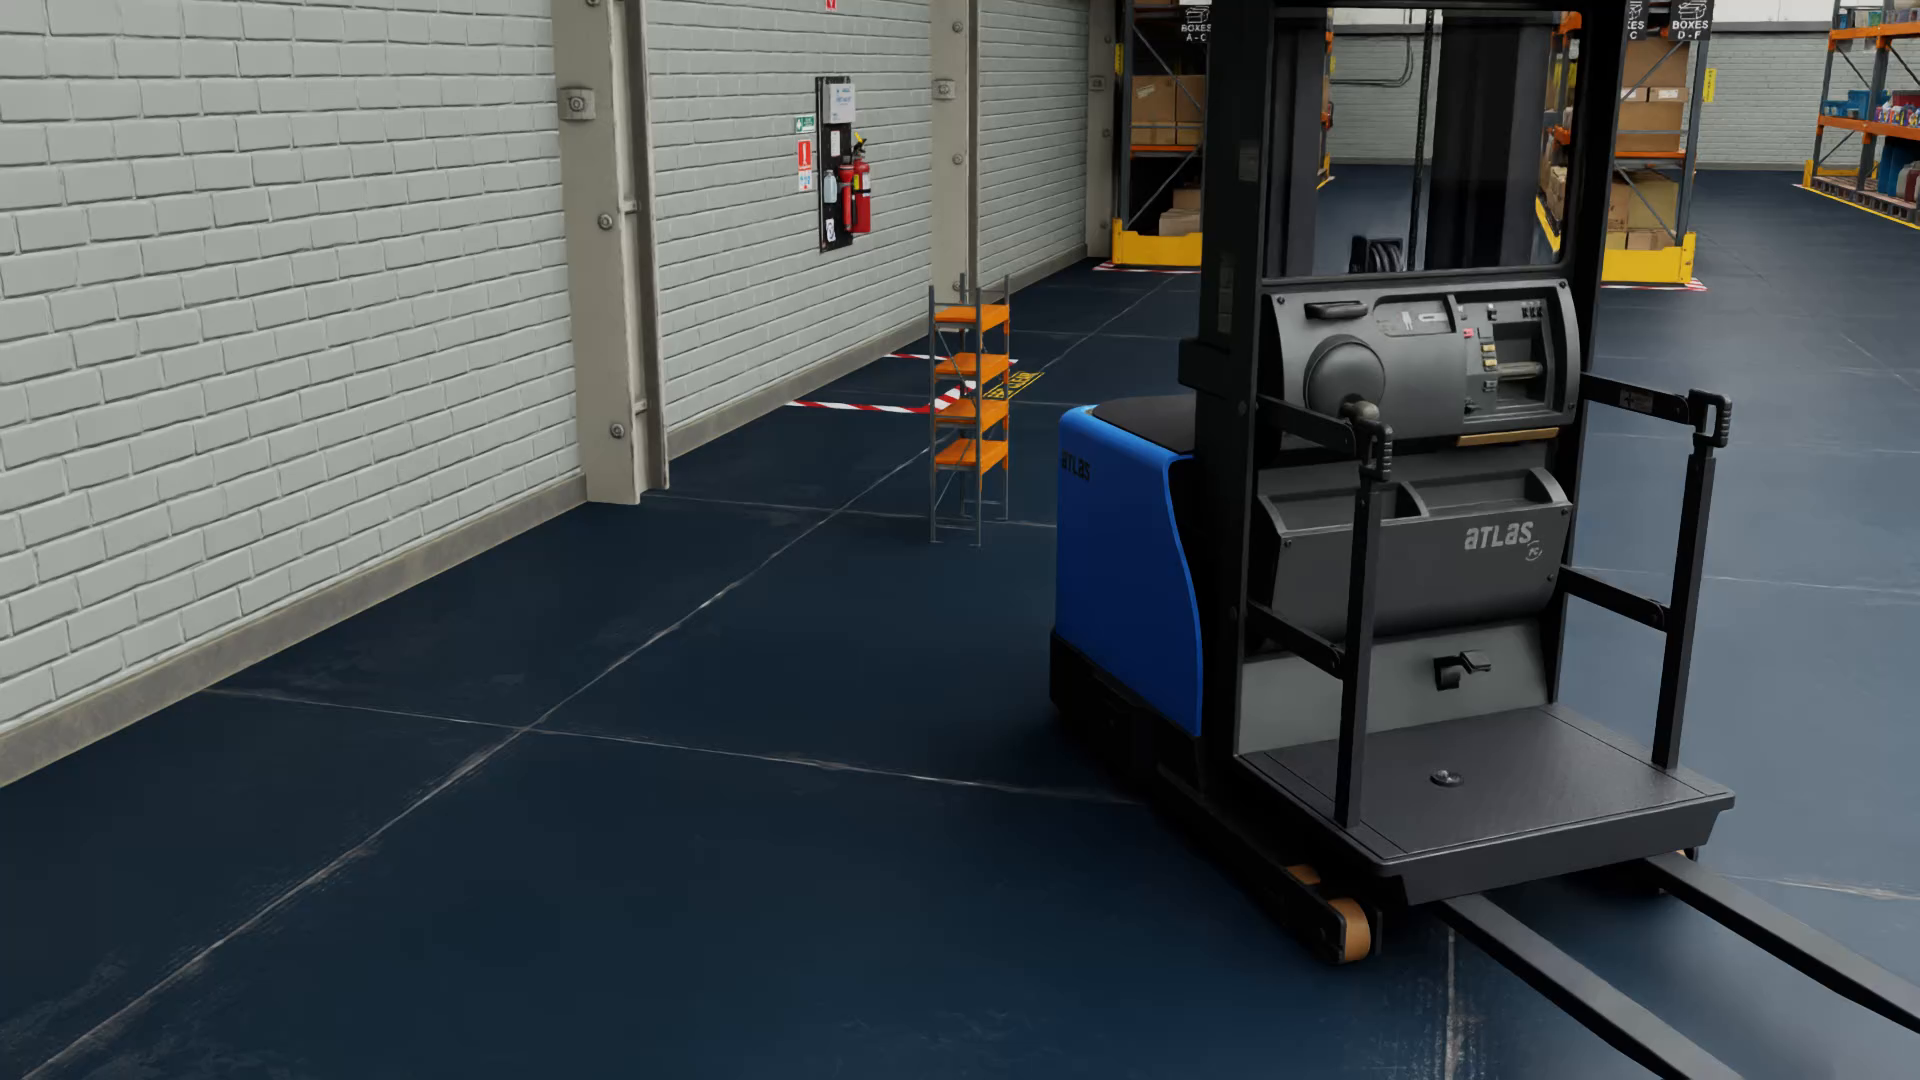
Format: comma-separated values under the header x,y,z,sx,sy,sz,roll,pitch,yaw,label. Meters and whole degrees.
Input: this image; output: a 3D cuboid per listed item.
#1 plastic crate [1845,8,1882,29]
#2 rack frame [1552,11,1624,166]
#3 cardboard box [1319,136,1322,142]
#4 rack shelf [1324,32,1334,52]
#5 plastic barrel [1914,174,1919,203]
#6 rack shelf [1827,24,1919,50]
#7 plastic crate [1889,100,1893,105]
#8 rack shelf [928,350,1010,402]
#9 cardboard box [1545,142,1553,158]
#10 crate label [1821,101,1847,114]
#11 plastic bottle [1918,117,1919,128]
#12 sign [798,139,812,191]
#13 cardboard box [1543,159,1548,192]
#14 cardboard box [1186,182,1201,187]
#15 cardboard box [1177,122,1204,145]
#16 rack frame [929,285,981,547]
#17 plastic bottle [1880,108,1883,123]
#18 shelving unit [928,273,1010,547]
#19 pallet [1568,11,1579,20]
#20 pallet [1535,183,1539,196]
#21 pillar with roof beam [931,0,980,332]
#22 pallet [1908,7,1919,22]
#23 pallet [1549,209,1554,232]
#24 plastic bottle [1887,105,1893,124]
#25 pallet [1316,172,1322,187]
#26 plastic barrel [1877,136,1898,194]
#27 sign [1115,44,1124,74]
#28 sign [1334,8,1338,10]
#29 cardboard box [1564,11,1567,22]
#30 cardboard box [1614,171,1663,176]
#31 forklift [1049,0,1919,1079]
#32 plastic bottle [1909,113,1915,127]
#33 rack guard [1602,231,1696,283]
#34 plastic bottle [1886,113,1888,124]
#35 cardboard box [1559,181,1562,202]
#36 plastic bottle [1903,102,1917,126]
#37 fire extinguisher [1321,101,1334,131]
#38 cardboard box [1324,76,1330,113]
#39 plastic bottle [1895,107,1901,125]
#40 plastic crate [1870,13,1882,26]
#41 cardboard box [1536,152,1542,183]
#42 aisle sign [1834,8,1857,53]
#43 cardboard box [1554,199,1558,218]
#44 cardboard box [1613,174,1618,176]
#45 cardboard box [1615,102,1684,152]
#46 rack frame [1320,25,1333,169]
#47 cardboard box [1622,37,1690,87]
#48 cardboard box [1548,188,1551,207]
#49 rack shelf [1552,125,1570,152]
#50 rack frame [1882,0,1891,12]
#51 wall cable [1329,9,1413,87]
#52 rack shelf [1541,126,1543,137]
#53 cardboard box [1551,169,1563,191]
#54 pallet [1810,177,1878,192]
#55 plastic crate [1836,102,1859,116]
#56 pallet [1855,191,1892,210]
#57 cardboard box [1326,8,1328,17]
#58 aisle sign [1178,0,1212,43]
x,y,z,sx,sy,sz,roll,pitch,yaw,label
15.647,-9.027,28.775,0.504,0.338,0.767,5,16,16,plastic crate
9.323,-6.284,24.488,1.000,3.000,0.127,5,16,16,rack frame
6.881,-7.833,32.572,0.380,0.149,0.250,4,16,15,cardboard box
6.278,-9.334,31.062,1.077,0.370,4.000,5,16,16,rack shelf
14.269,-5.188,24.414,0.421,0.512,0.421,0,16,0,plastic barrel
15.776,-8.566,28.354,1.077,0.370,4.000,5,16,16,rack shelf
15.818,-7.303,28.186,0.437,0.282,0.530,5,16,16,plastic crate
0.047,-0.771,7.776,0.258,0.148,0.480,5,16,16,rack shelf
9.804,-6.331,27.055,0.500,0.250,0.500,5,16,16,cardboard box
15.959,-7.901,30.387,0.416,0.233,0.303,5,16,16,crate label
13.921,-6.057,24.052,0.097,0.201,0.097,0,16,0,plastic bottle
-1.031,-2.492,11.052,0.001,0.329,0.234,5,16,16,sign
9.654,-5.829,26.659,0.500,0.500,0.500,4,16,14,cardboard box
3.179,-4.355,21.462,0.500,0.500,0.500,3,16,12,cardboard box
2.742,-4.615,18.841,0.500,0.250,0.500,4,16,14,cardboard box
-0.022,-0.557,7.593,0.240,1.200,0.015,5,16,16,rack frame
14.614,-6.729,26.292,0.097,0.271,0.097,0,16,0,plastic bottle
0.047,-0.621,7.818,0.258,1.200,0.503,5,16,16,shelving unit
9.216,-7.452,23.454,1.213,0.211,1.003,5,17,18,pallet
10.656,-6.169,29.192,1.003,0.211,1.213,5,16,16,pallet
4.091,-5.807,11.812,9.100,9.000,0.400,5,16,16,pillar with roof beam
14.759,-7.788,24.640,1.003,0.211,1.213,5,16,16,pallet
8.703,-4.412,22.998,1.003,0.211,1.213,5,16,16,pallet
14.442,-6.594,25.795,0.061,0.283,0.133,5,16,16,plastic bottle
6.345,-6.885,31.718,1.003,0.211,1.213,5,16,16,pallet
15.037,-5.997,26.552,0.600,0.901,0.708,5,16,16,plastic barrel
1.773,-5.332,18.429,0.100,0.325,0.005,5,16,16,sign
7.362,-10.546,32.538,0.100,0.325,0.005,5,16,16,sign
9.415,-7.892,24.477,0.910,0.500,0.500,5,16,16,cardboard box
7.972,-4.078,19.607,0.500,0.500,0.500,5,16,16,cardboard box
1.309,-0.486,4.171,1.130,2.935,3.031,-6,17,-20,forklift
14.059,-6.184,24.500,0.097,0.201,0.097,0,16,0,plastic bottle
7.043,-2.982,17.428,1.175,0.500,0.348,5,16,16,rack guard
14.492,-6.584,25.908,0.097,0.201,0.097,0,16,0,plastic bottle
8.027,-4.515,21.492,0.500,0.311,0.500,5,16,16,cardboard box
14.187,-6.352,24.817,0.144,0.351,0.185,5,16,16,plastic bottle
7.331,-8.548,33.293,0.296,0.674,0.183,5,16,16,fire extinguisher
6.711,-8.771,32.704,0.980,0.700,0.700,5,17,18,cardboard box
14.323,-6.461,25.347,0.097,0.271,0.097,0,16,0,plastic bottle
15.038,-8.421,26.913,0.450,0.188,0.662,5,16,16,plastic crate
10.350,-6.511,29.062,0.500,0.500,0.500,5,16,16,cardboard box
16.080,-9.285,30.303,0.394,0.787,0.004,5,16,16,aisle sign
8.172,-4.380,22.044,0.500,0.250,0.500,4,16,15,cardboard box
7.330,-3.988,19.288,0.500,0.500,0.500,5,16,16,cardboard box
7.195,-4.361,17.523,0.700,0.500,0.500,5,16,16,cardboard box
6.846,-8.760,33.218,1.000,3.000,0.127,5,16,16,rack frame
7.210,-4.999,17.394,0.700,0.500,0.500,5,16,16,cardboard box
8.751,-4.918,23.939,0.500,0.250,0.500,4,16,14,cardboard box
8.755,-5.415,22.742,1.077,0.370,4.000,5,16,16,rack shelf
15.208,-9.832,26.001,1.000,3.000,0.127,5,16,16,rack frame
8.796,-11.605,37.943,3.097,2.526,0.112,5,16,16,wall cable
11.028,-7.508,30.121,1.077,0.370,4.000,5,16,16,rack shelf
8.604,-5.048,23.370,0.500,0.311,0.500,4,16,14,cardboard box
16.073,-6.438,30.140,1.003,0.211,1.213,5,16,16,pallet
15.585,-7.557,29.172,0.416,0.233,0.300,5,16,16,plastic crate
14.949,-5.406,26.500,1.003,0.211,1.213,5,16,16,pallet
6.602,-9.897,31.049,0.500,0.250,0.500,4,16,14,cardboard box
2.566,-5.783,17.957,0.394,0.787,0.004,5,16,16,aisle sign
